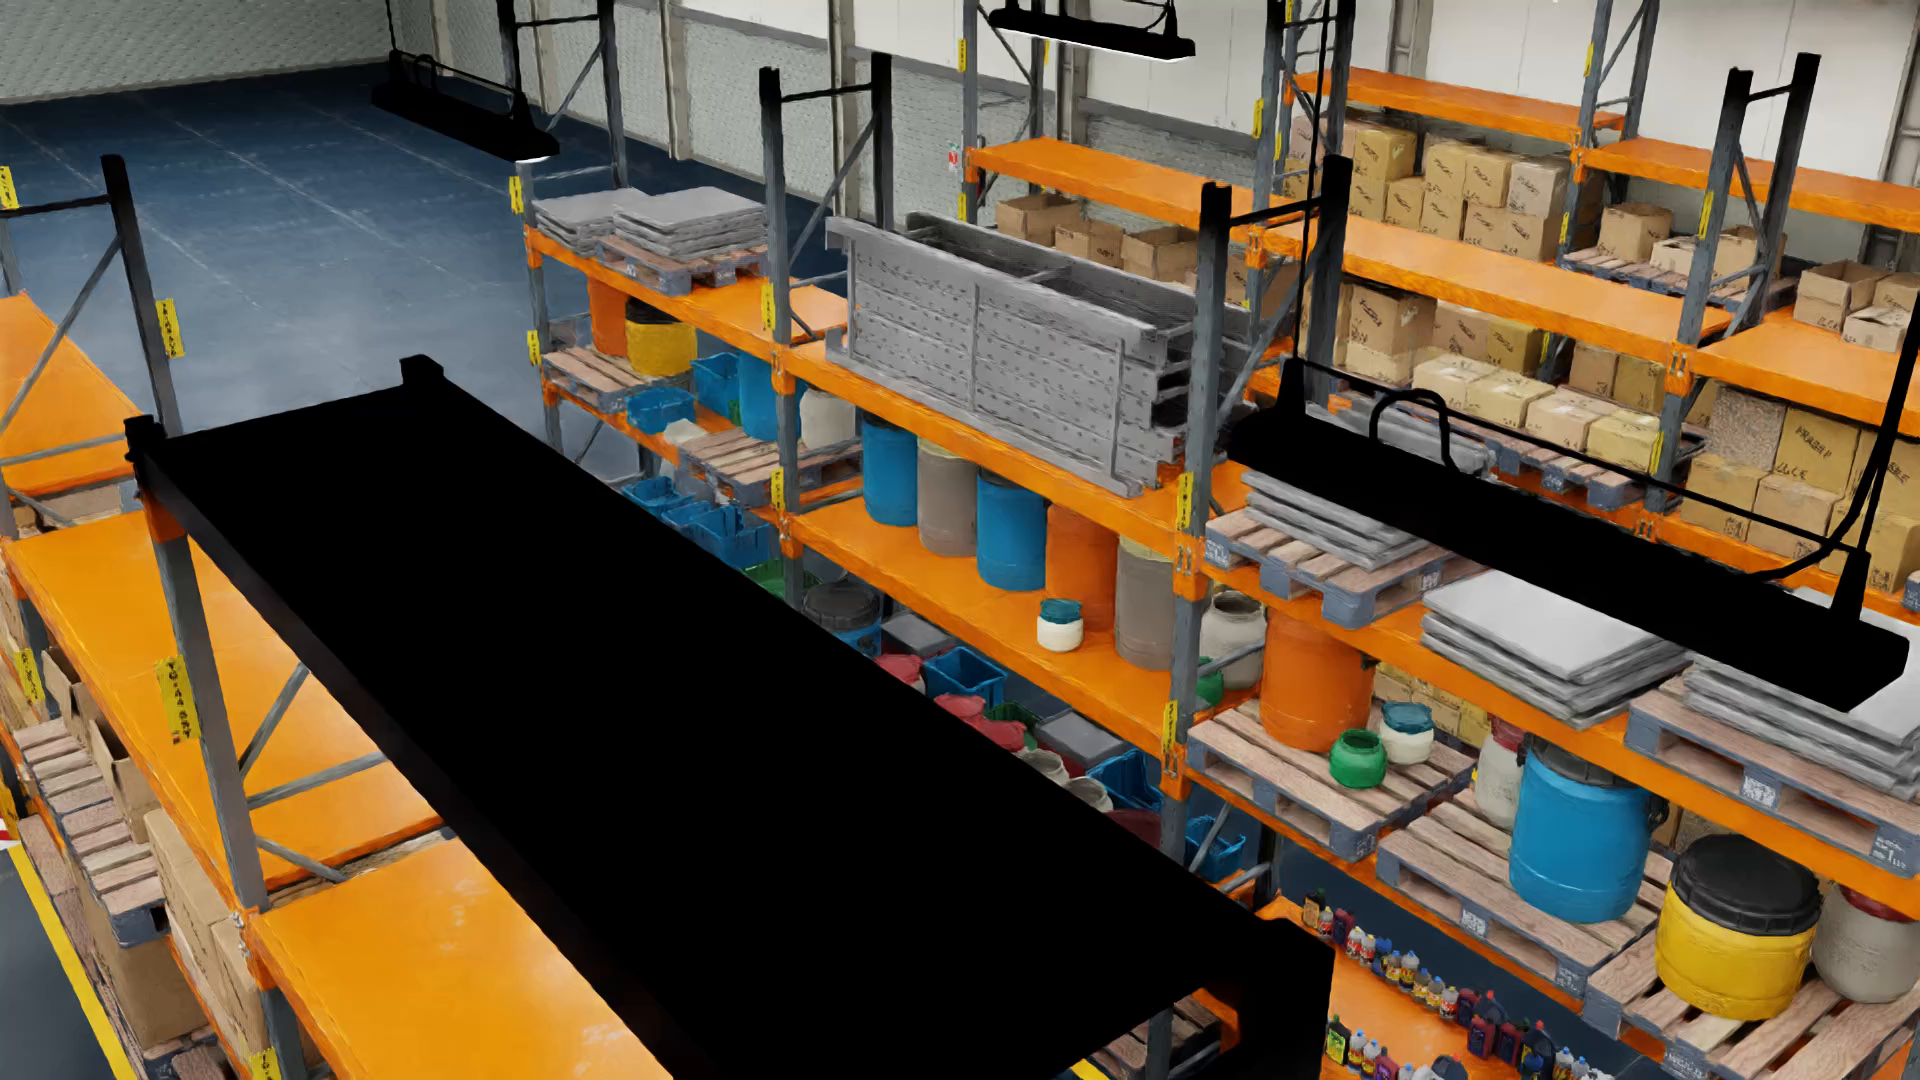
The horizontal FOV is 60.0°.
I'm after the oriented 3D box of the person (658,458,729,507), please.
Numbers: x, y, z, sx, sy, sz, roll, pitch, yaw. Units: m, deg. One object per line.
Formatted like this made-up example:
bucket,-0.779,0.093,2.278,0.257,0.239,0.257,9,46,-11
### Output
person,-3.109,-1.186,18.738,1.031,1.735,0.634,13,29,25
